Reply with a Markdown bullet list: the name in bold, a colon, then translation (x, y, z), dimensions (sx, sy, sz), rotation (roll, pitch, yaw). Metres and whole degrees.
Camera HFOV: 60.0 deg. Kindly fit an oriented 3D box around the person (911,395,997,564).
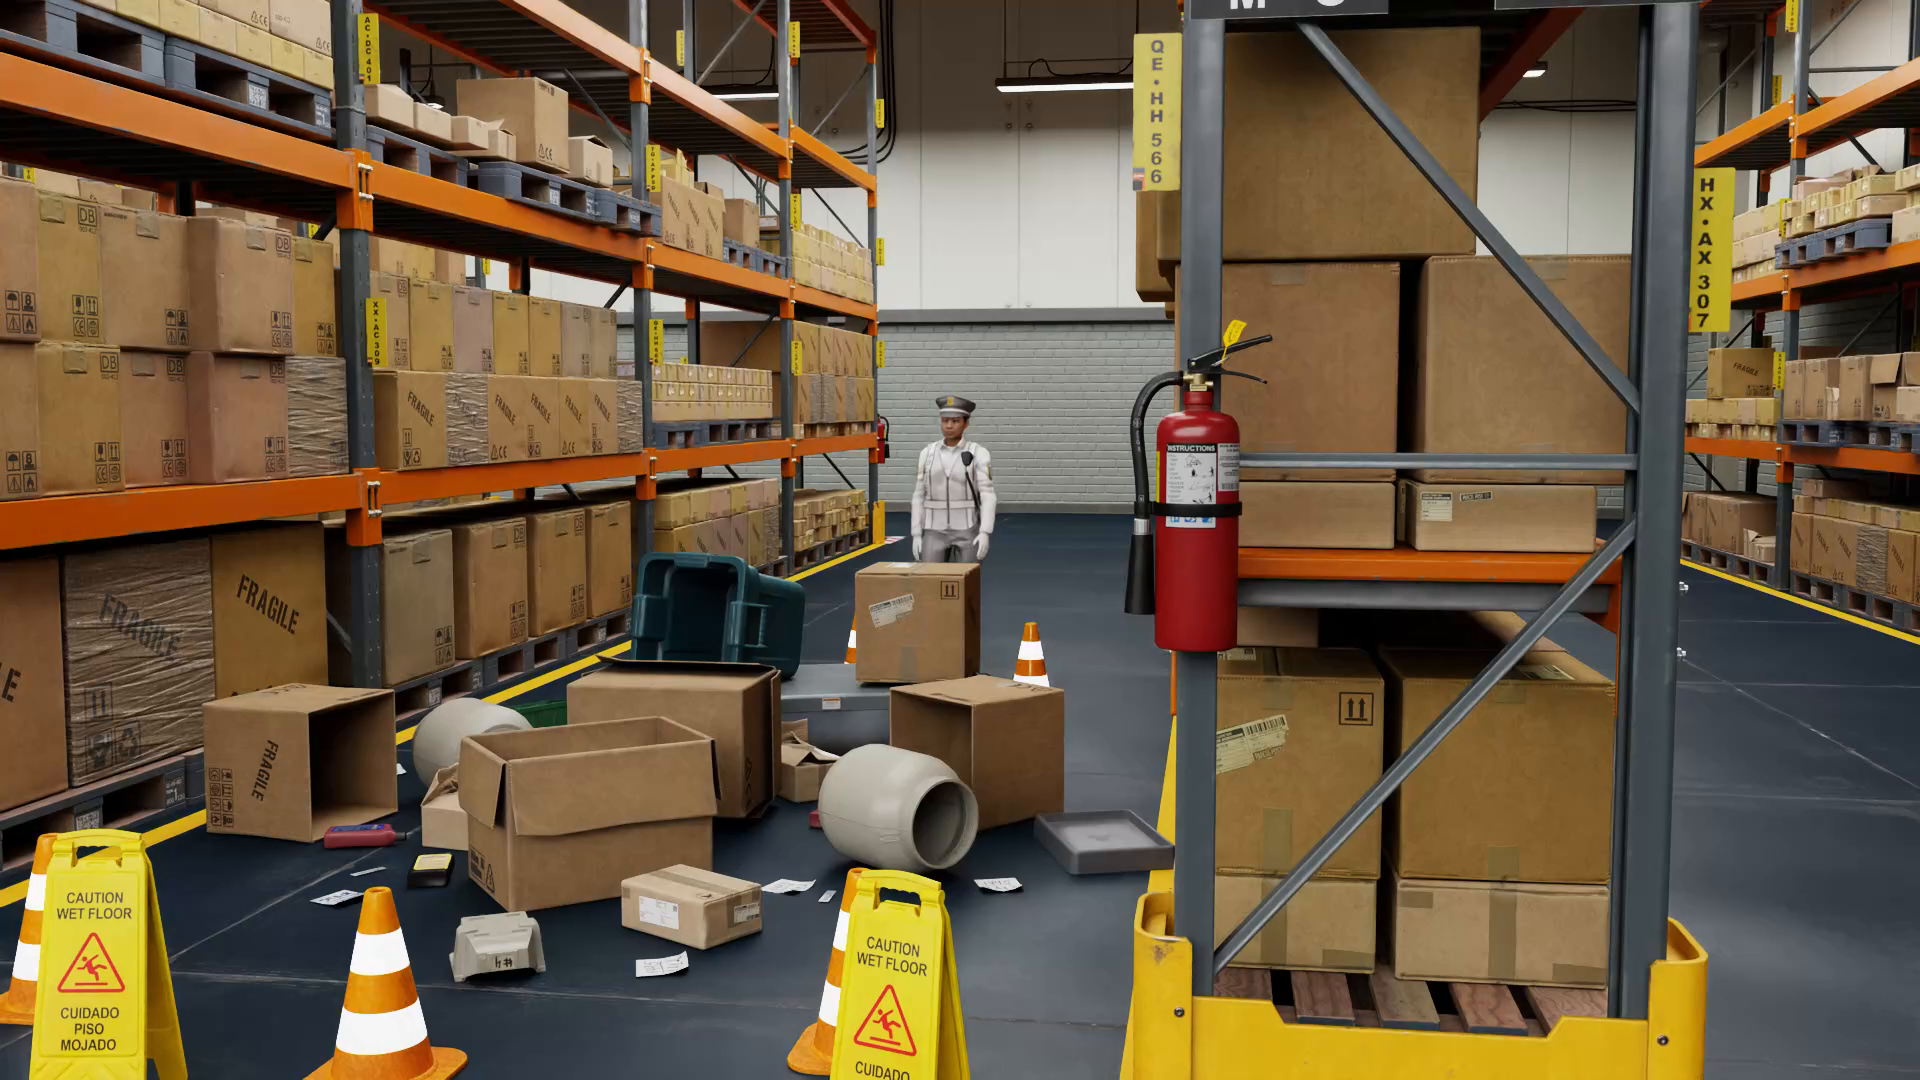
- **person**: translation (-0.051, 0.000, 9.817), dimensions (0.524, 1.704, 0.474), rotation (1, 5, 9)
